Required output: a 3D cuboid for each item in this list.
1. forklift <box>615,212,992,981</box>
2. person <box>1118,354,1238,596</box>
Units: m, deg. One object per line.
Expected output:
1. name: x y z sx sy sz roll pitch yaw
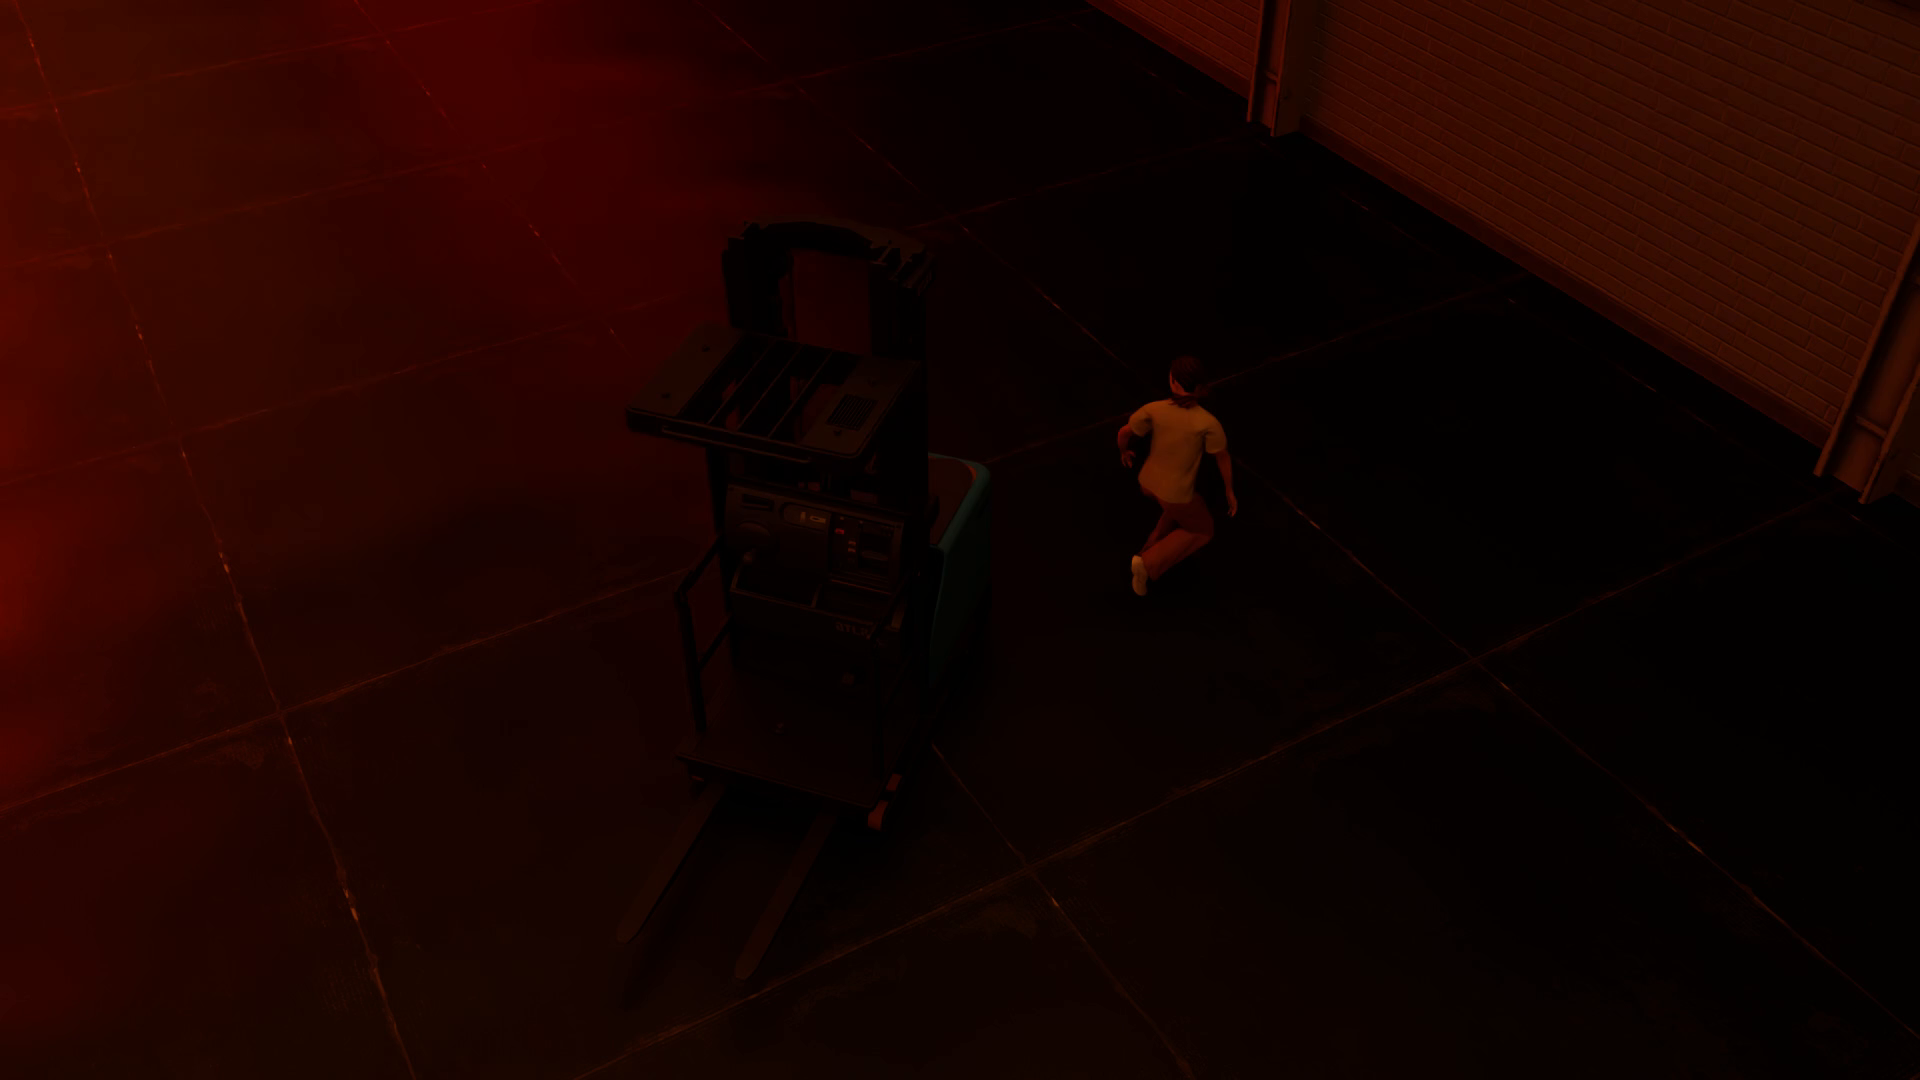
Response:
1. forklift: -0.785 0.066 7.956 1.130 2.935 3.031 13 41 15
2. person: 1.219 -0.267 9.695 0.740 1.254 0.631 32 49 33
